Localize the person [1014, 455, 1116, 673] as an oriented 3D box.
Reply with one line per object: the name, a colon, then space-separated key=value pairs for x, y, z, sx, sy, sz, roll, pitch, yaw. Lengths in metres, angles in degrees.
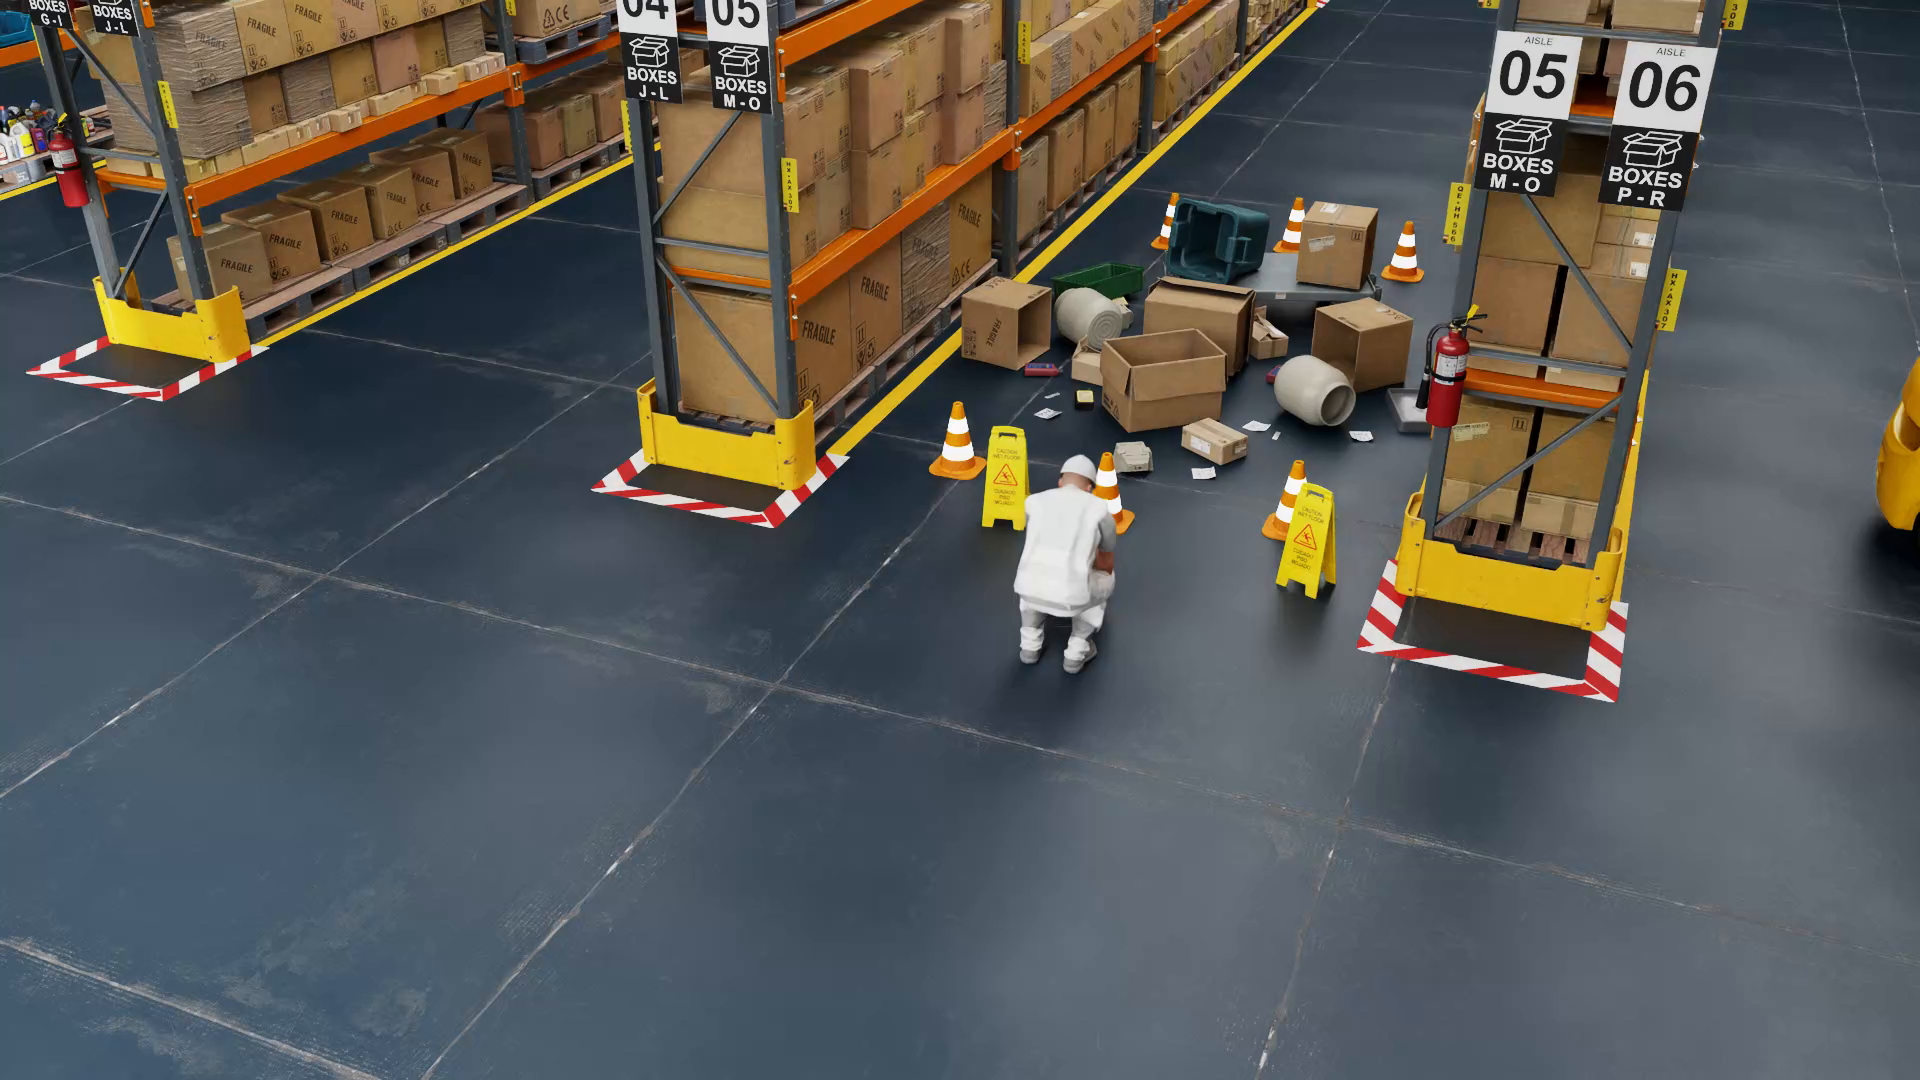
person: x=0.569 y=0.134 z=8.958 sx=0.541 sy=0.993 sz=0.907 roll=11 pitch=31 yaw=18
